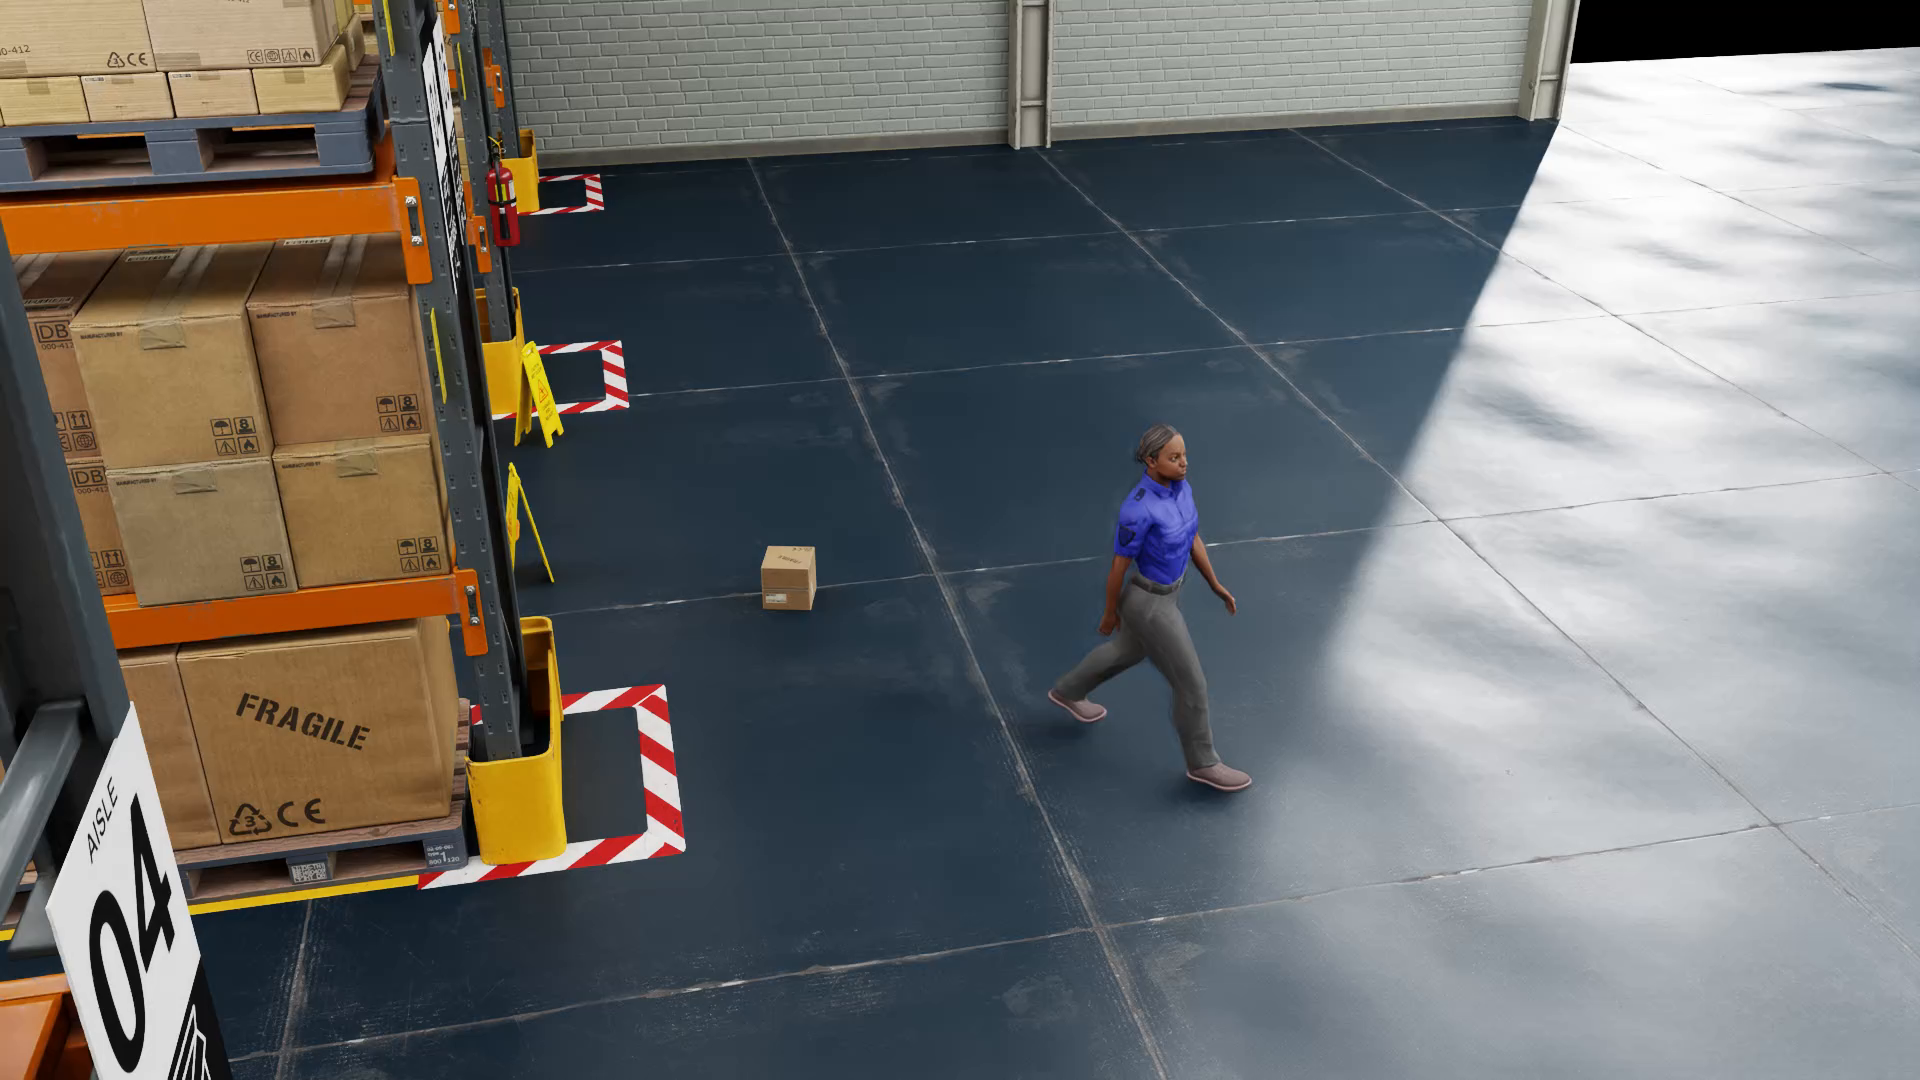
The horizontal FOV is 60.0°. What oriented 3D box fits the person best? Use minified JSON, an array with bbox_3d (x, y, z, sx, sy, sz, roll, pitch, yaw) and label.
[{"bbox_3d":[0.844,0.237,7.154,1.036,1.595,0.447,12,29,22],"label":"person"}]
